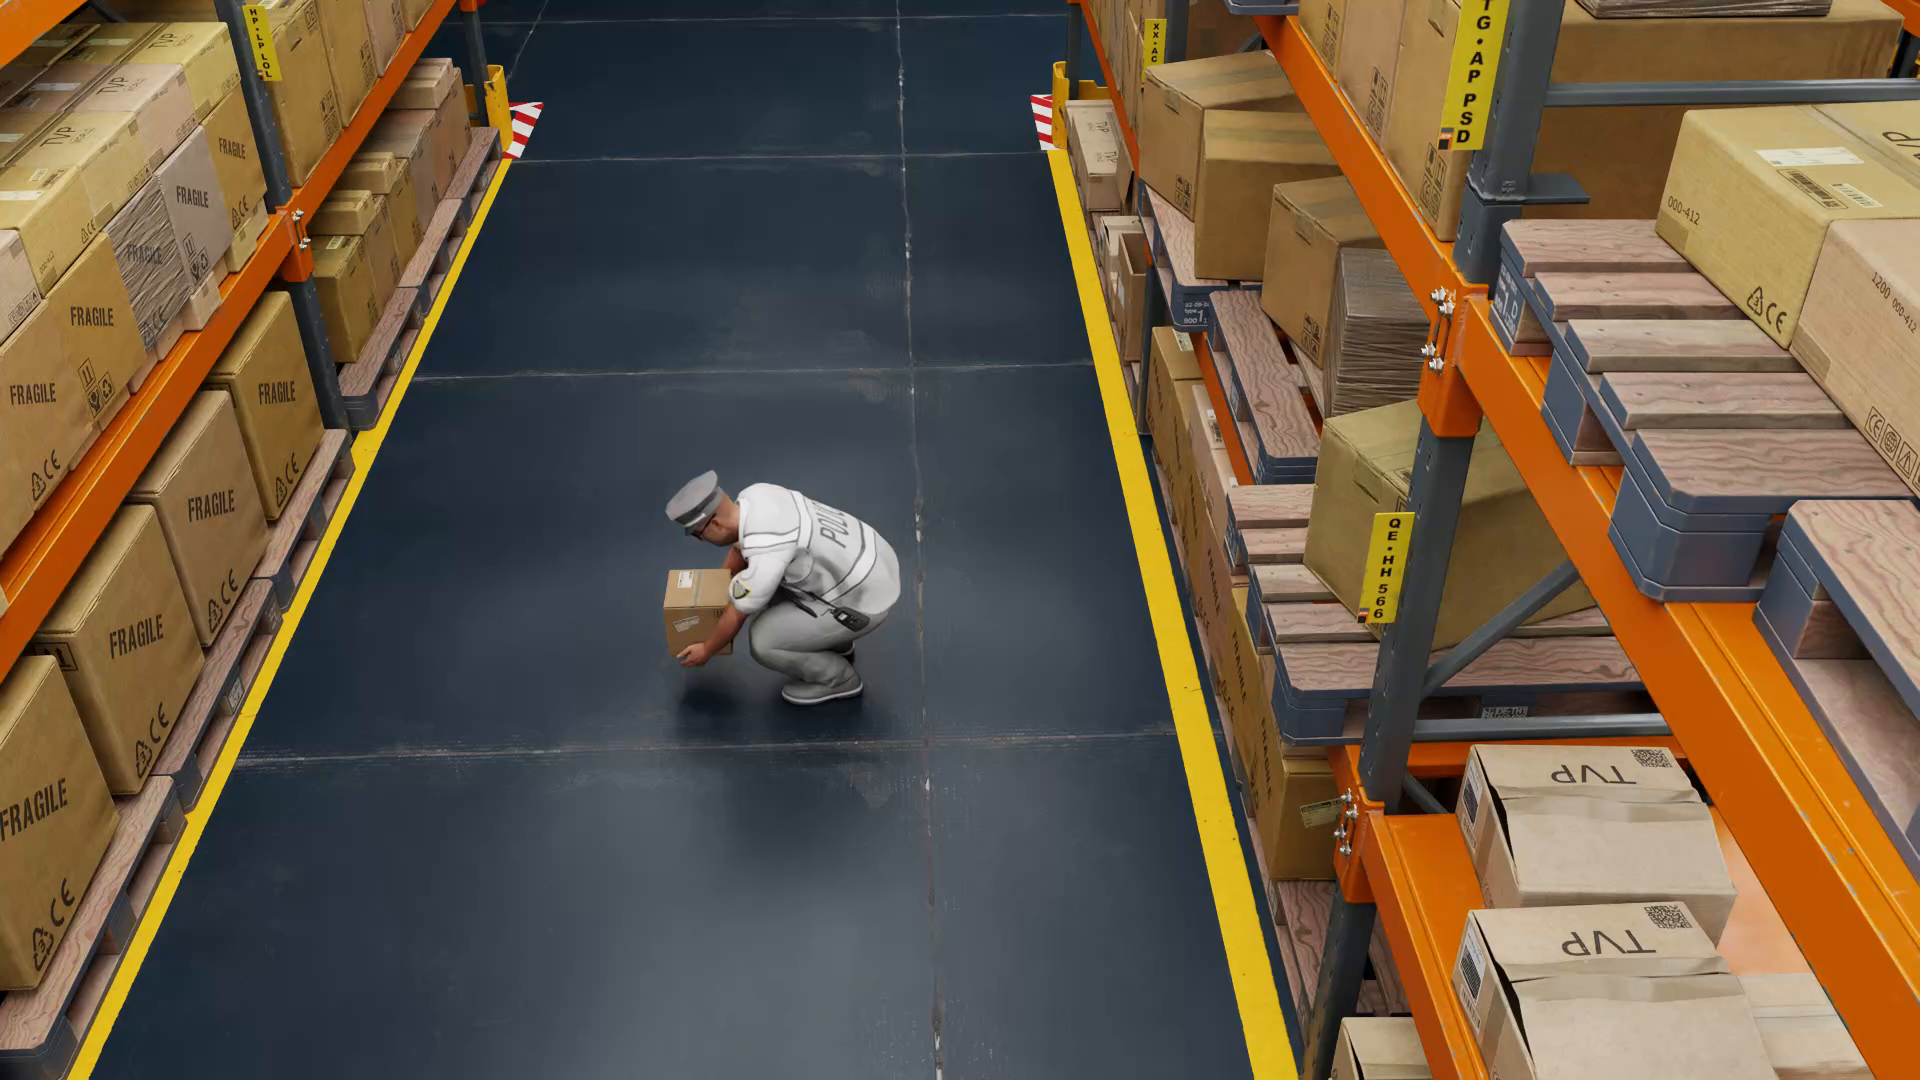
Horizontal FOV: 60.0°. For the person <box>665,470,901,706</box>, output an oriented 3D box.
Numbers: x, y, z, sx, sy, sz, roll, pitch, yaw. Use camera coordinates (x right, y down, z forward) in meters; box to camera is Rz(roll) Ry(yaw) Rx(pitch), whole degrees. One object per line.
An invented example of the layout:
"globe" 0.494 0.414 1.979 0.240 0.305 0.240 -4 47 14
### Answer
"person" -0.686 0.152 6.580 0.899 1.008 0.558 -1 35 -2
